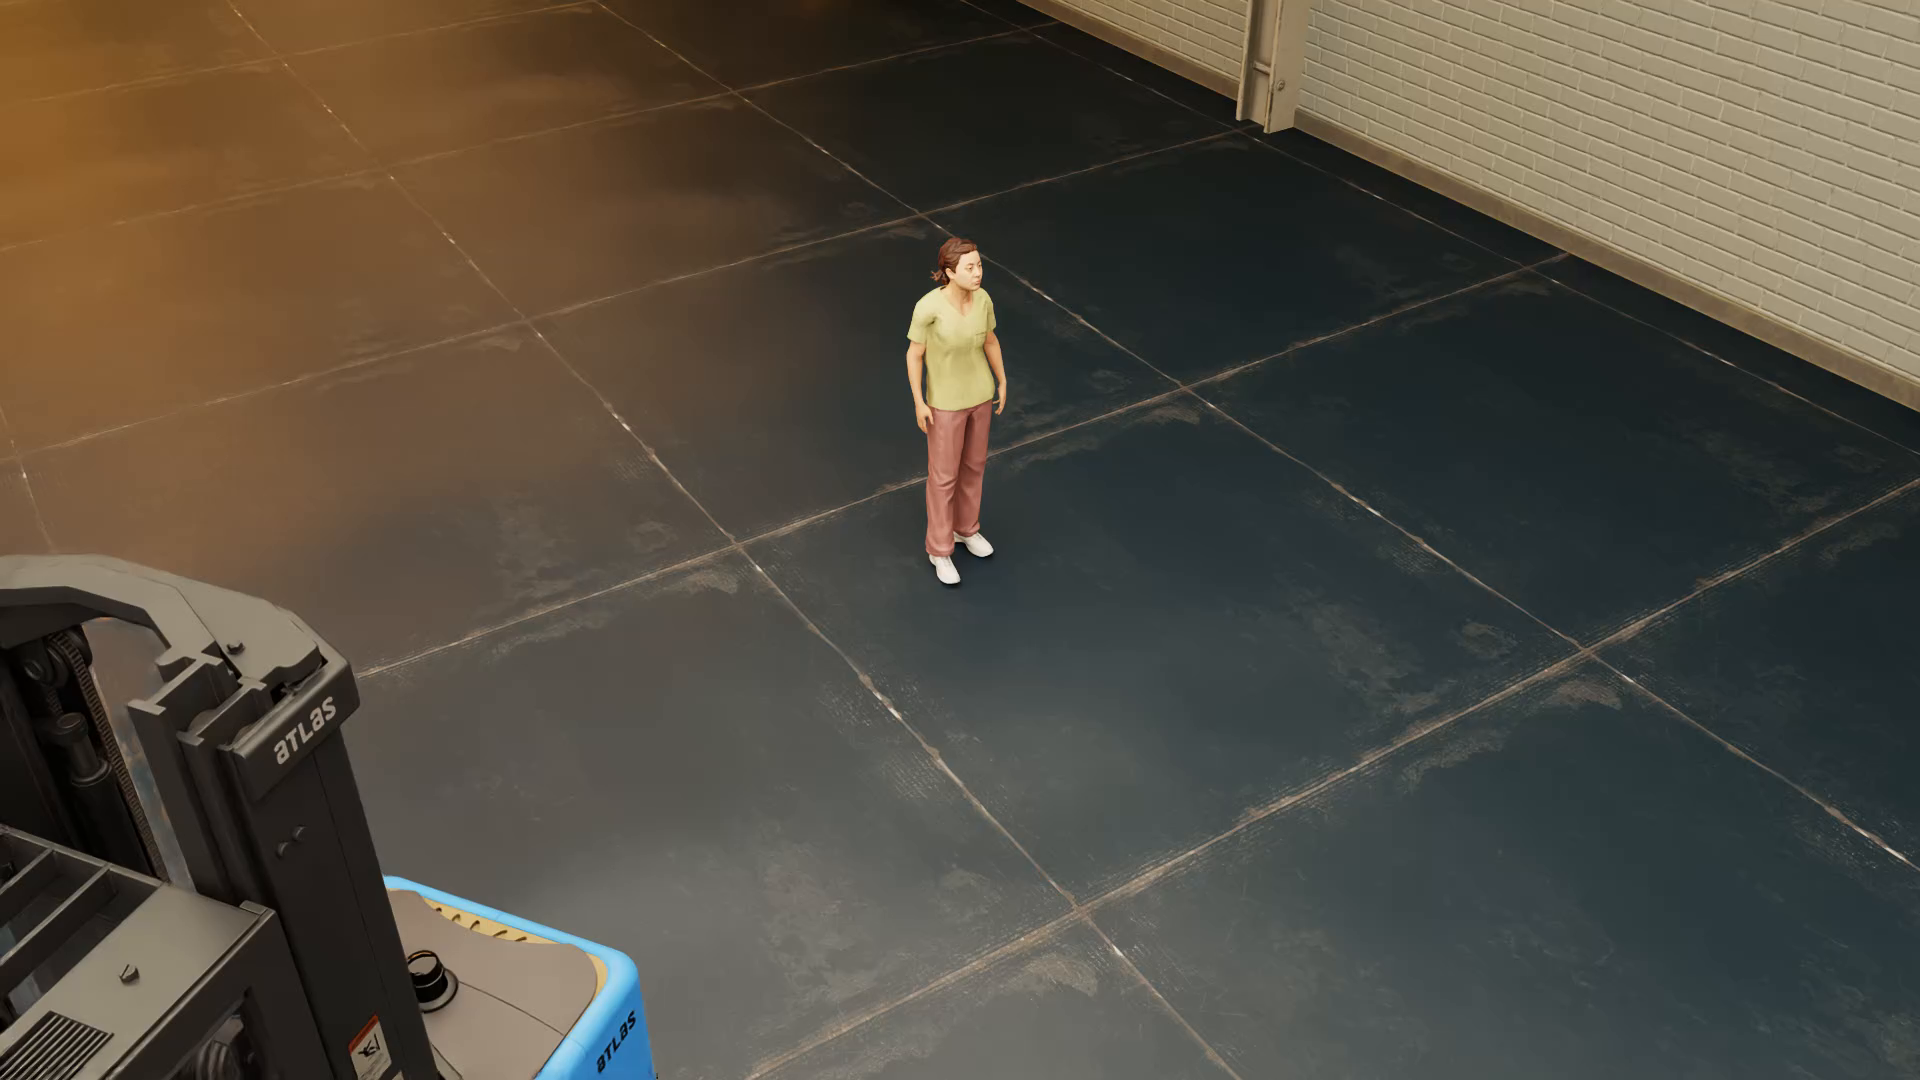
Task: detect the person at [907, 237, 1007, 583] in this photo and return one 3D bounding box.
[{"bbox_3d":[0.031,-0.652,8.155,0.553,1.673,0.548,-21,40,-27],"label":"person"}]

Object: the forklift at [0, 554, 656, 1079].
[{"bbox_3d":[-1.980,1.625,3.835,1.130,2.935,3.031,13,37,18],"label":"forklift"}]
